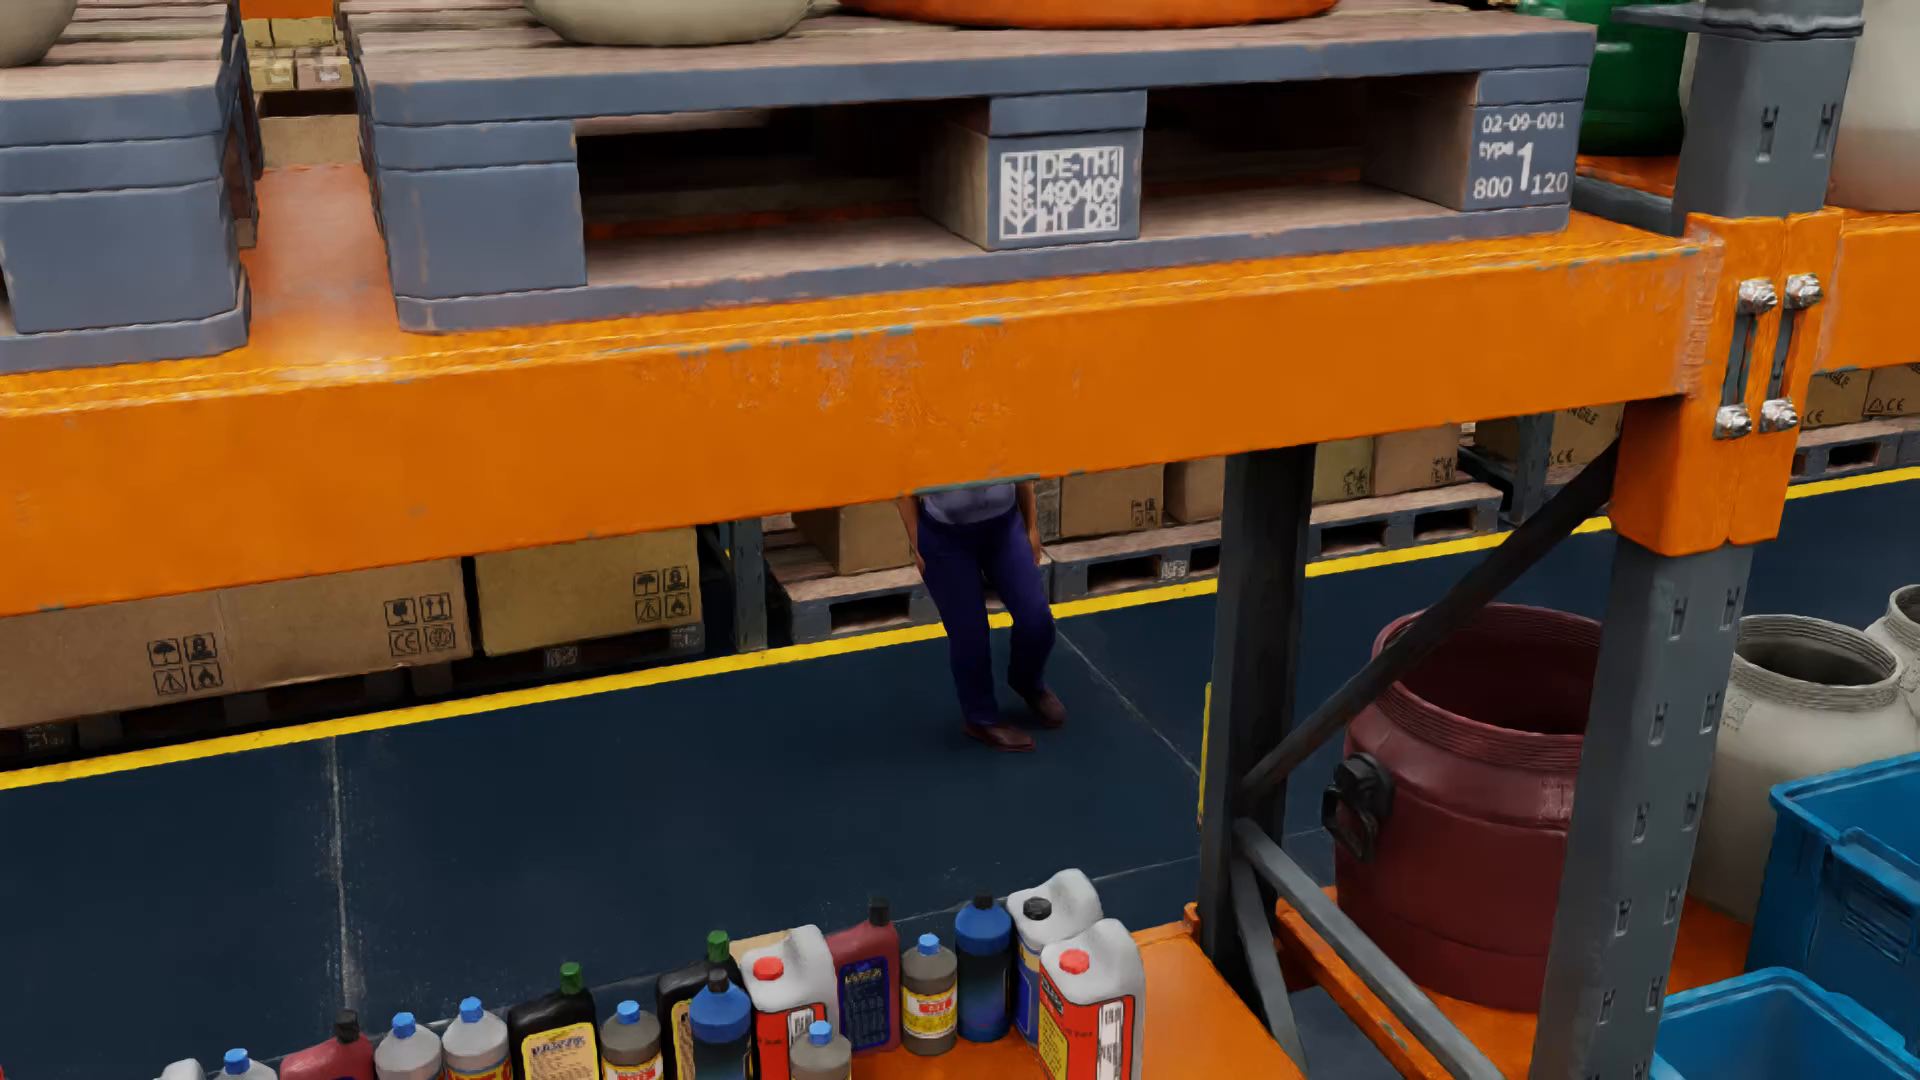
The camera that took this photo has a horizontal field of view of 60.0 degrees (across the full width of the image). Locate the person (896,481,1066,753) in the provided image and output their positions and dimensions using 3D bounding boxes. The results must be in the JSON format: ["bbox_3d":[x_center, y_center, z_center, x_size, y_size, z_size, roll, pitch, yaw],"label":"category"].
[{"bbox_3d":[0.103,0.026,6.099,0.660,1.621,0.432,-8,24,-19],"label":"person"}]
